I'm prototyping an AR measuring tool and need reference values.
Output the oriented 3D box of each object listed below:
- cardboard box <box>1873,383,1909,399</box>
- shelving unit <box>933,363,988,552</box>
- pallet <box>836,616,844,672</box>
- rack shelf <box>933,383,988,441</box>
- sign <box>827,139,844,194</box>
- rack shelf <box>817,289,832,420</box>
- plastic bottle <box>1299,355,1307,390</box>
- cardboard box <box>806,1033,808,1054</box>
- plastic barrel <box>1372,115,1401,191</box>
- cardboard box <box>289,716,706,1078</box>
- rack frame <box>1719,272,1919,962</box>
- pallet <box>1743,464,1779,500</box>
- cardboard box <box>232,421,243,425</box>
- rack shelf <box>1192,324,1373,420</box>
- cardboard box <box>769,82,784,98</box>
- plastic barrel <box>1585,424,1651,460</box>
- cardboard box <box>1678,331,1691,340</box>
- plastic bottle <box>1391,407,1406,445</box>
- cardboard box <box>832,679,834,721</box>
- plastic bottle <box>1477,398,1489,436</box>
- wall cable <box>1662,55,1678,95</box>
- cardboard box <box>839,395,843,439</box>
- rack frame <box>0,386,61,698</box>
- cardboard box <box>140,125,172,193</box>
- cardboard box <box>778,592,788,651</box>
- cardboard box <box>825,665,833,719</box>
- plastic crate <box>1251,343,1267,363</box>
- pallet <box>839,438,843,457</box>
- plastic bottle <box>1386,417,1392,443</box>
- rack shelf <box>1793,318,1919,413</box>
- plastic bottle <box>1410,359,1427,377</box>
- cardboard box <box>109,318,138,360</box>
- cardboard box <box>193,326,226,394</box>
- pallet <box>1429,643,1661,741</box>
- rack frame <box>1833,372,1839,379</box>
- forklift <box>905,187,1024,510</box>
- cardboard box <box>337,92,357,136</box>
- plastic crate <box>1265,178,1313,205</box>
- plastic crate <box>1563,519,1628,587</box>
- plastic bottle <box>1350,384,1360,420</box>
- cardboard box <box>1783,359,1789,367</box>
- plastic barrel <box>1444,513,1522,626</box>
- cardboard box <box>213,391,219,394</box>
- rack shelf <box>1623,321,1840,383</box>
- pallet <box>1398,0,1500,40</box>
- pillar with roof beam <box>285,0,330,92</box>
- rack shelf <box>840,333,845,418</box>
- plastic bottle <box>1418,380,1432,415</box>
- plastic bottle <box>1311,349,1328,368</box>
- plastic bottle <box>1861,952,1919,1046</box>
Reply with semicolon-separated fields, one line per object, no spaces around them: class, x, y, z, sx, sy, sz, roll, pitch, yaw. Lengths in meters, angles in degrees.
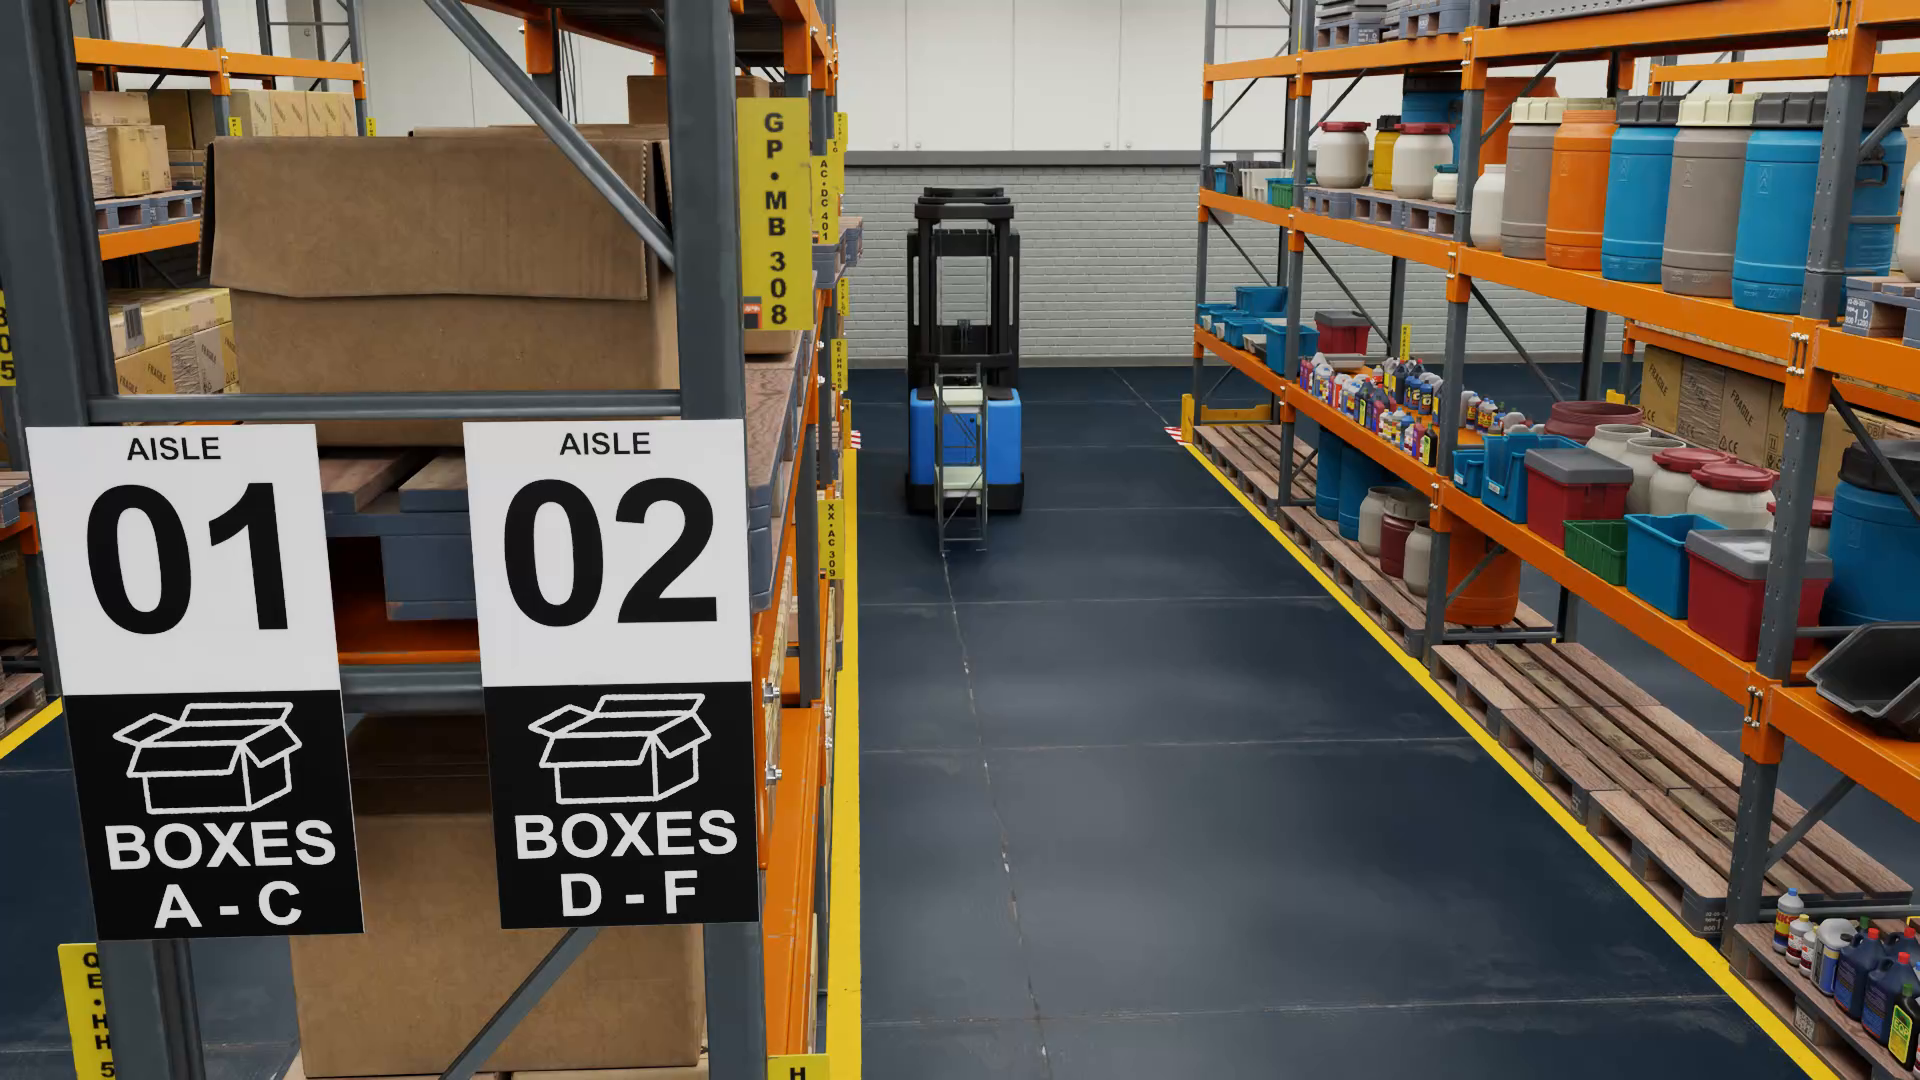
cardboard box;8.138;-1.482;14.065;0.500;0.500;0.500;-1;14;-3
shelving unit;0.000;-0.725;14.333;0.431;1.500;0.755;-1;14;-3
pallet;-1.321;0.634;11.638;1.003;0.211;1.213;-1;14;-3
rack shelf;0.000;-1.103;14.236;0.431;0.370;0.720;-1;14;-3
sign;-0.758;-2.278;10.144;0.100;0.325;0.005;-1;14;-3
rack shelf;-1.188;-1.137;8.349;1.077;0.370;4.000;-1;14;-3
plastic bottle;2.981;-1.446;14.361;0.061;0.283;0.133;-1;14;-3
cardboard box;-0.764;1.591;5.494;0.500;0.500;0.500;-1;14;-3
plastic barrel;3.643;-3.124;13.407;0.600;0.588;0.600;0;14;0
cardboard box;-0.836;0.653;3.163;0.700;0.500;0.500;-1;14;-3
rack frame;3.880;0.389;6.993;1.000;3.000;0.127;-1;14;-3
pallet;8.358;-0.517;16.111;1.003;0.211;1.213;-1;14;-3
cardboard box;-6.689;-1.099;15.651;0.380;0.149;0.250;-1;14;-5
rack shelf;3.260;-1.749;16.749;1.077;0.370;4.000;-1;14;-3
cardboard box;-1.333;-2.624;10.477;0.500;0.500;0.500;-1;14;-3
plastic barrel;3.909;-0.407;9.864;0.421;0.512;0.421;0;14;0
cardboard box;7.838;-2.201;17.565;0.380;0.149;0.250;-1;14;-5
plastic bottle;3.154;-0.820;11.953;0.097;0.271;0.097;0;14;0
cardboard box;-0.973;0.979;9.378;0.500;0.250;0.500;-1;14;-2
plastic bottle;3.890;-0.915;12.321;0.097;0.271;0.097;0;14;0
wall cable;11.169;-8.594;23.414;2.277;5.999;0.120;-1;14;-3
cardboard box;-1.528;-1.391;18.045;0.500;0.500;0.500;-1;14;-3
rack frame;-6.256;-0.453;10.265;1.000;3.000;0.127;-1;14;-3
cardboard box;-6.559;-2.941;12.834;0.700;0.500;0.500;-2;15;-6
cardboard box;-0.802;0.293;5.864;0.380;0.149;0.250;-1;14;-5
cardboard box;-0.938;0.833;8.821;0.500;0.311;0.500;0;14;-2
plastic crate;3.046;-1.770;15.819;0.437;0.125;0.590;-1;14;-3
pallet;-1.753;-0.952;17.803;1.003;0.211;1.213;-1;14;-3
plastic bottle;3.148;-0.811;12.056;0.097;0.201;0.097;0;14;0
rack shelf;4.003;-0.218;4.776;1.077;0.370;4.000;-1;14;-3
plastic bottle;3.779;-1.307;13.685;0.144;0.351;0.185;-1;14;-3
cardboard box;-6.096;-1.393;11.577;0.500;0.250;0.500;-1;14;-3
cardboard box;-6.182;-1.412;13.156;0.500;0.500;0.500;-1;14;-3
pallet;3.641;0.938;10.456;1.003;0.211;1.213;-1;14;-3
rack frame;8.327;-1.677;15.023;1.000;3.000;0.127;-1;14;-3
forklift;0.028;-2.005;16.438;1.130;2.935;3.031;0;14;-1
cardboard box;-6.434;-4.259;16.794;0.500;0.500;0.500;-1;14;-4
plastic crate;3.009;-3.193;15.234;0.416;0.233;0.300;-1;14;-3
plastic crate;3.490;0.063;8.686;0.450;0.188;0.662;-1;14;-3
plastic bottle;3.090;-1.076;12.945;0.097;0.271;0.097;0;14;0
cardboard box;7.965;-1.690;15.579;0.380;0.149;0.250;-1;14;-2
plastic barrel;3.584;0.121;11.550;0.600;0.830;0.708;-1;14;-3
cardboard box;-6.190;-1.128;13.355;0.380;0.149;0.250;0;14;-2
rack shelf;8.203;-1.826;17.046;1.077;0.370;4.000;-1;14;-3
pallet;3.618;-3.406;10.885;1.213;0.211;1.003;-1;14;-3
pillar with roof beam;-3.486;-6.072;20.067;9.100;9.000;0.400;-1;14;-3
rack shelf;-1.684;-1.674;16.455;1.077;0.370;4.000;-1;14;-3
plastic bottle;3.684;-1.131;13.160;0.097;0.271;0.097;0;14;0
plastic bottle;3.085;-1.474;14.334;0.144;0.351;0.185;-1;14;-3
plastic bottle;3.527;1.713;6.281;0.144;0.351;0.185;-1;15;-6
